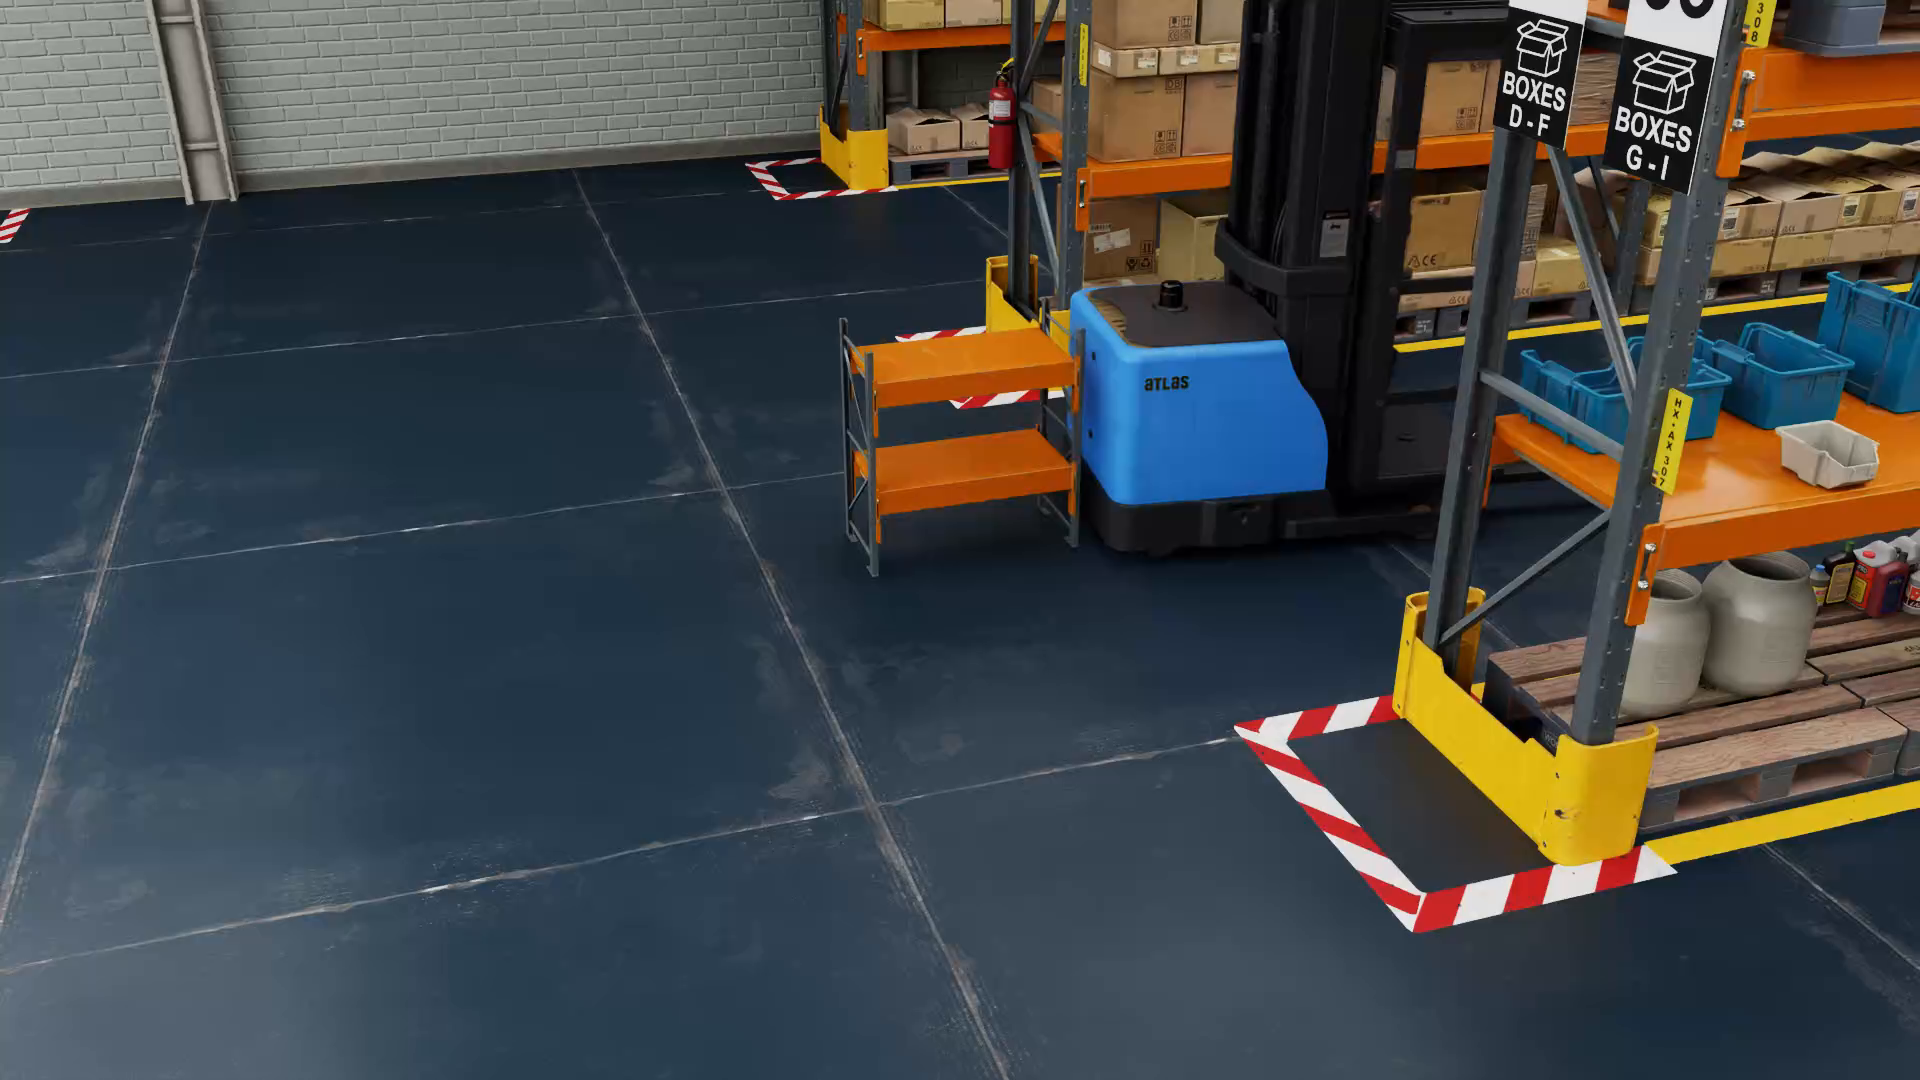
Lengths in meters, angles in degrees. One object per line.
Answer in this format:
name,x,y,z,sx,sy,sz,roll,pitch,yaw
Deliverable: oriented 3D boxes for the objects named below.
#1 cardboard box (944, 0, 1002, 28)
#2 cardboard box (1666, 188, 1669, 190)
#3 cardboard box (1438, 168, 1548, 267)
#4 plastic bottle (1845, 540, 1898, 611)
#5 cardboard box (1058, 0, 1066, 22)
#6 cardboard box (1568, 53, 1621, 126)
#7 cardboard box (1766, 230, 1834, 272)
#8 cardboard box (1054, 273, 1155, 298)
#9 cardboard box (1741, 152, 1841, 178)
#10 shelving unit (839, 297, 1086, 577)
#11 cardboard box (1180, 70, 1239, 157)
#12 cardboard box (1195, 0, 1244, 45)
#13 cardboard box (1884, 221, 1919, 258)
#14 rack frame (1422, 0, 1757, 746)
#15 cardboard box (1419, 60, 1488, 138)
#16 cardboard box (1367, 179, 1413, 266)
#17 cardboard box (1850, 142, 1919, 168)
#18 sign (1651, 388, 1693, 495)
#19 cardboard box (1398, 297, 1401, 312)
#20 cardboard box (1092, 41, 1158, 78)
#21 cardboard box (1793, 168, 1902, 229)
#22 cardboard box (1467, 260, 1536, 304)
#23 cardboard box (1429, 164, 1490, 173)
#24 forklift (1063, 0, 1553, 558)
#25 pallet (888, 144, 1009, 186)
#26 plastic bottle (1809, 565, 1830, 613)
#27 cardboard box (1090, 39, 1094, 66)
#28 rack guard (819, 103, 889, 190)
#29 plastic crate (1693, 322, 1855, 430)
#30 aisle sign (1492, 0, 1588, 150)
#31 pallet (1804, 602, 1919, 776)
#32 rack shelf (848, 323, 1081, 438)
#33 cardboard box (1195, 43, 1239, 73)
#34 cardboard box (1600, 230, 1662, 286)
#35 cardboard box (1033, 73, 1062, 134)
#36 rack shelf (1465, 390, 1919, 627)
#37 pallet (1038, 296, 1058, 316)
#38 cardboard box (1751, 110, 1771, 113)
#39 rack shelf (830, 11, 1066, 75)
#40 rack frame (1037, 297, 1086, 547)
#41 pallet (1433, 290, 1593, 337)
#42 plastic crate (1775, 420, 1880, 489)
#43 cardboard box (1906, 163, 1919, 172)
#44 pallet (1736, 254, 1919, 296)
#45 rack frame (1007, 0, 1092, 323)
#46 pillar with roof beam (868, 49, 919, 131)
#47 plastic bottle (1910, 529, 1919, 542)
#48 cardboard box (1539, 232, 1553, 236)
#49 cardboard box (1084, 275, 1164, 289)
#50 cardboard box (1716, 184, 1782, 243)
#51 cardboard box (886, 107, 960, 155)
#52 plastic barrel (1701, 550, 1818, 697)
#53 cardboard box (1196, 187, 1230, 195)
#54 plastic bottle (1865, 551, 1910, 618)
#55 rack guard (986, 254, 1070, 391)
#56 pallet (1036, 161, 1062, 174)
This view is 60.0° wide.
cardboard box,0.035,-4.557,14.202,0.500,0.250,0.500,-9,28,-18
cardboard box,5.113,-2.520,11.943,0.500,0.311,0.500,-7,27,-15
cardboard box,3.472,-2.134,10.951,0.500,0.500,0.500,-8,28,-16
plastic bottle,3.910,0.146,7.151,0.135,0.276,0.152,-8,28,-16
cardboard box,1.003,-4.693,14.476,0.500,0.250,0.500,-8,28,-16
cardboard box,3.904,-3.042,10.892,0.500,0.500,0.700,-9,28,-17
cardboard box,5.763,-2.111,11.749,0.500,0.250,0.500,-9,28,-18
cardboard box,0.939,-1.666,10.852,0.500,0.250,0.500,-8,28,-16
cardboard box,6.068,-2.656,12.215,0.500,0.311,0.500,-9,28,-17
shelving unit,0.006,-0.505,8.002,1.048,1.125,0.538,-8,28,-16
cardboard box,1.467,-2.689,10.180,0.500,0.500,0.700,-8,27,-15
cardboard box,1.517,-3.277,9.907,0.500,0.500,0.700,-9,28,-17
cardboard box,6.735,-2.253,12.034,0.500,0.250,0.500,-8,27,-15
rack frame,2.051,-0.416,5.714,0.127,3.000,1.000,-8,28,-16
cardboard box,2.927,-2.900,10.605,0.500,0.500,0.700,-8,27,-15
cardboard box,2.527,-1.988,10.658,0.500,0.500,0.500,-8,28,-16
cardboard box,7.042,-2.796,12.498,0.500,0.311,0.500,-9,28,-17
sign,2.217,-0.306,5.183,0.005,0.325,0.100,-8,28,-16
cardboard box,2.526,-1.653,10.826,0.500,0.250,0.500,-8,28,-16
cardboard box,0.961,-2.809,9.693,0.250,0.149,0.380,-8,28,-16
cardboard box,6.256,-2.433,11.766,0.500,0.311,0.500,-7,27,-15
cardboard box,3.473,-1.797,11.116,0.500,0.250,0.500,-8,28,-16
cardboard box,3.313,-2.350,11.387,0.500,0.500,0.500,-8,28,-16
forklift,2.111,-1.542,8.059,3.031,2.935,1.130,-5,27,-10
pallet,-0.161,-3.463,14.988,1.213,0.211,1.003,-8,28,-16
plastic bottle,3.662,0.202,7.121,0.097,0.201,0.097,0,26,0
cardboard box,0.825,-2.979,10.035,0.250,0.149,0.380,-9,28,-17
rack guard,-0.944,-3.495,14.728,0.348,0.500,1.175,-8,28,-16
plastic crate,3.054,-0.632,6.316,0.408,0.251,0.499,-8,28,-16
aisle sign,1.891,-1.696,5.369,0.004,0.787,0.394,-8,28,-16
pallet,4.041,0.527,6.951,1.213,0.211,1.003,-8,28,-16
rack shelf,0.006,-0.767,7.872,1.000,0.278,0.538,-8,28,-16
cardboard box,1.448,-2.880,9.836,0.250,0.149,0.380,-8,28,-16
cardboard box,4.784,-1.969,11.462,0.500,0.250,0.500,-9,28,-17
cardboard box,0.924,-3.898,15.044,0.500,0.500,0.700,-10,28,-19
rack shelf,3.953,-0.369,6.429,4.000,0.370,1.077,-8,28,-16
pallet,1.235,-1.385,10.801,1.213,0.211,1.003,-8,28,-16
cardboard box,5.230,-2.984,11.171,0.250,0.149,0.380,-8,28,-16
rack shelf,0.885,-4.558,14.866,4.000,0.370,1.077,-8,28,-16
rack frame,0.490,-0.575,8.143,0.032,1.125,0.500,-8,28,-16
pallet,3.555,-1.721,11.478,1.213,0.211,1.003,-8,28,-16
plastic crate,3.002,-0.285,5.747,0.250,0.136,0.298,-8,28,-16
cardboard box,7.214,-2.569,12.041,0.500,0.311,0.500,-9,28,-17
pallet,6.175,-2.100,12.242,1.213,0.211,1.003,-8,28,-16
rack frame,0.521,-2.511,9.934,0.127,3.000,1.000,-8,28,-16
pillar with roof beam,0.714,-5.933,10.082,0.400,9.000,9.100,-8,28,-16
plastic bottle,4.198,0.069,7.222,0.185,0.351,0.144,-7,27,-14
cardboard box,3.789,-2.082,11.691,0.500,0.250,0.500,-8,28,-16
cardboard box,1.100,-1.447,10.411,0.500,0.250,0.500,-8,28,-16
cardboard box,5.272,-2.287,11.473,0.500,0.311,0.500,-9,28,-17
cardboard box,-0.331,-3.654,14.767,0.500,0.311,0.500,-12,29,-22
plastic barrel,3.130,0.319,6.560,0.421,0.512,0.421,0,26,0
cardboard box,1.885,-2.146,10.977,0.500,0.500,0.500,-8,28,-16
plastic bottle,3.943,0.187,7.059,0.133,0.283,0.061,-8,28,-16
rack guard,0.498,-1.388,10.483,0.348,0.500,1.175,-8,28,-16
pallet,0.997,-3.629,15.323,1.213,0.211,1.003,-8,28,-16
